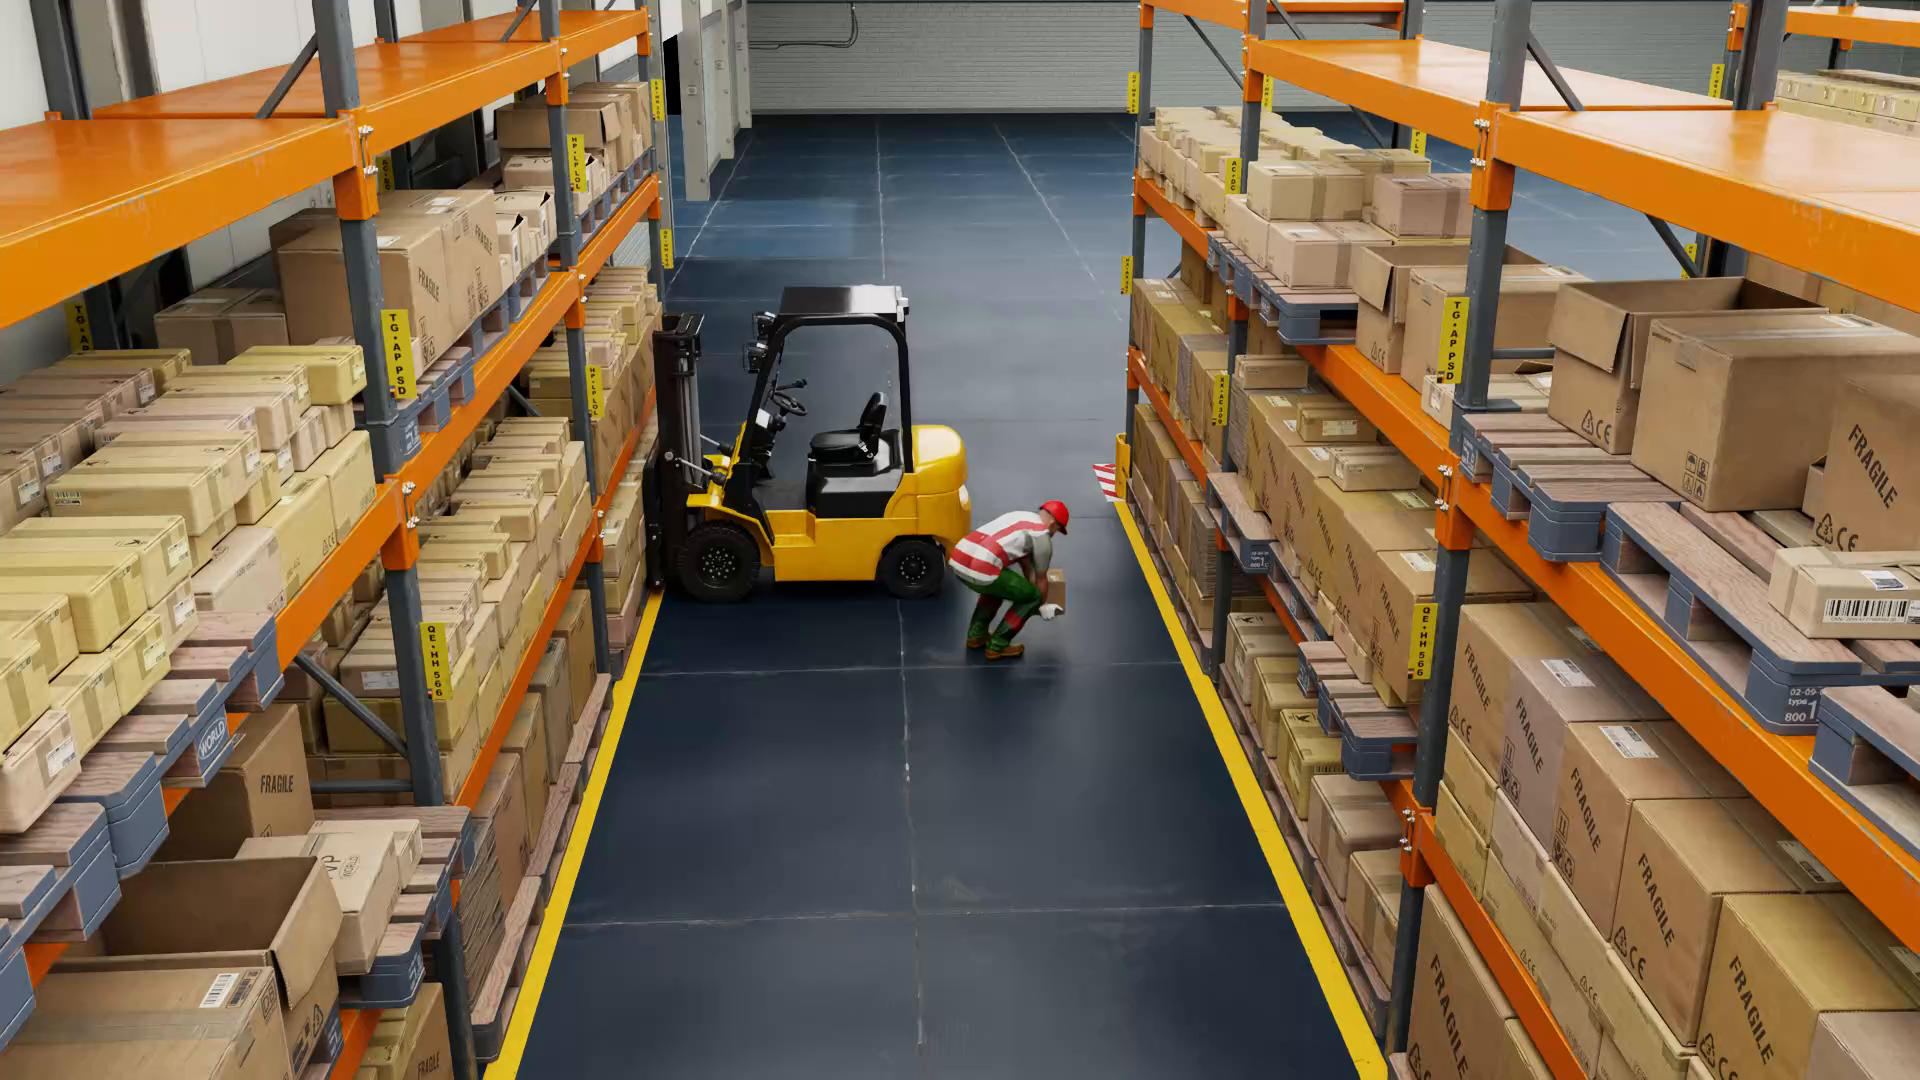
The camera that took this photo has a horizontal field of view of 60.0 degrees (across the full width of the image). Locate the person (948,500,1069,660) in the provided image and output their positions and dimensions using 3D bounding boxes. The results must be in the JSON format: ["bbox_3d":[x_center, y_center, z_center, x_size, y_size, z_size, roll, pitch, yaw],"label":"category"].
[{"bbox_3d":[0.369,0.269,11.479,0.941,0.984,0.524,-13,24,-32],"label":"person"}]
